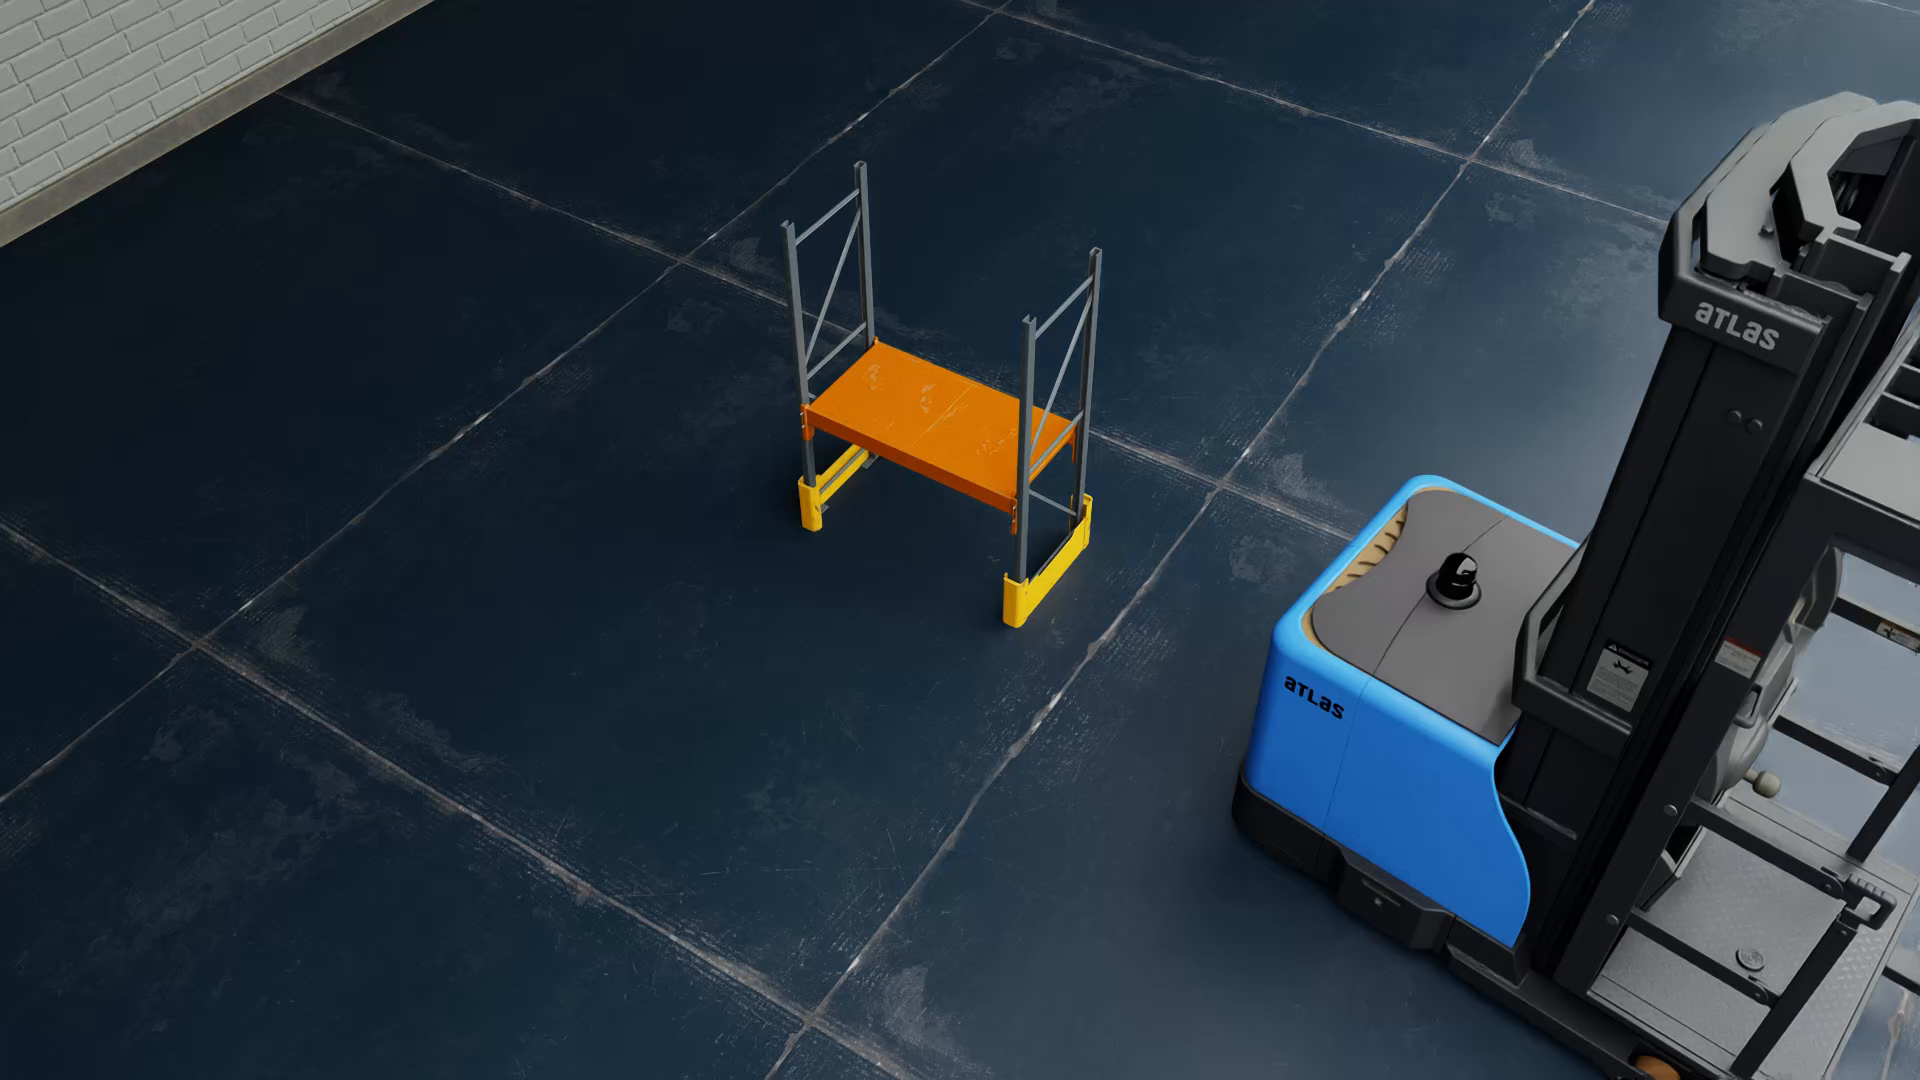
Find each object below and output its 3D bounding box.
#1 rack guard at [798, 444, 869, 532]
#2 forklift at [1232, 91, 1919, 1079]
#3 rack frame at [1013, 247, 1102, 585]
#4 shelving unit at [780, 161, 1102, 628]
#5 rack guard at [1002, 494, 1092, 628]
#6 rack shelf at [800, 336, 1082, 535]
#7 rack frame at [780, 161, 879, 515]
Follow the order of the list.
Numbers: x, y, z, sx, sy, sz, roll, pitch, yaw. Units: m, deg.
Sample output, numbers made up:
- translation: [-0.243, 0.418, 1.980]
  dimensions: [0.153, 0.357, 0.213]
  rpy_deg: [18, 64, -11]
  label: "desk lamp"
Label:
- translation: [-0.483, -0.309, 7.098]
  dimensions: [0.087, 0.250, 0.587]
  rpy_deg: [25, 51, 22]
  label: "rack guard"
- translation: [2.425, 0.417, 4.523]
  dimensions: [3.031, 2.935, 1.130]
  rpy_deg: [31, 53, 26]
  label: "forklift"
- translation: [0.356, -0.359, 6.275]
  dimensions: [0.032, 1.500, 0.500]
  rpy_deg: [25, 51, 22]
  label: "rack frame"
- translation: [-0.064, -0.552, 6.463]
  dimensions: [1.083, 1.500, 0.587]
  rpy_deg: [25, 51, 22]
  label: "shelving unit"
- translation: [0.355, 0.076, 6.724]
  dimensions: [0.087, 0.250, 0.587]
  rpy_deg: [25, 51, 22]
  label: "rack guard"
- translation: [-0.072, -0.430, 6.595]
  dimensions: [1.000, 0.185, 0.538]
  rpy_deg: [25, 51, 22]
  label: "rack shelf"
- translation: [-0.500, -0.753, 6.657]
  dimensions: [0.032, 1.500, 0.500]
  rpy_deg: [25, 51, 22]
  label: "rack frame"
